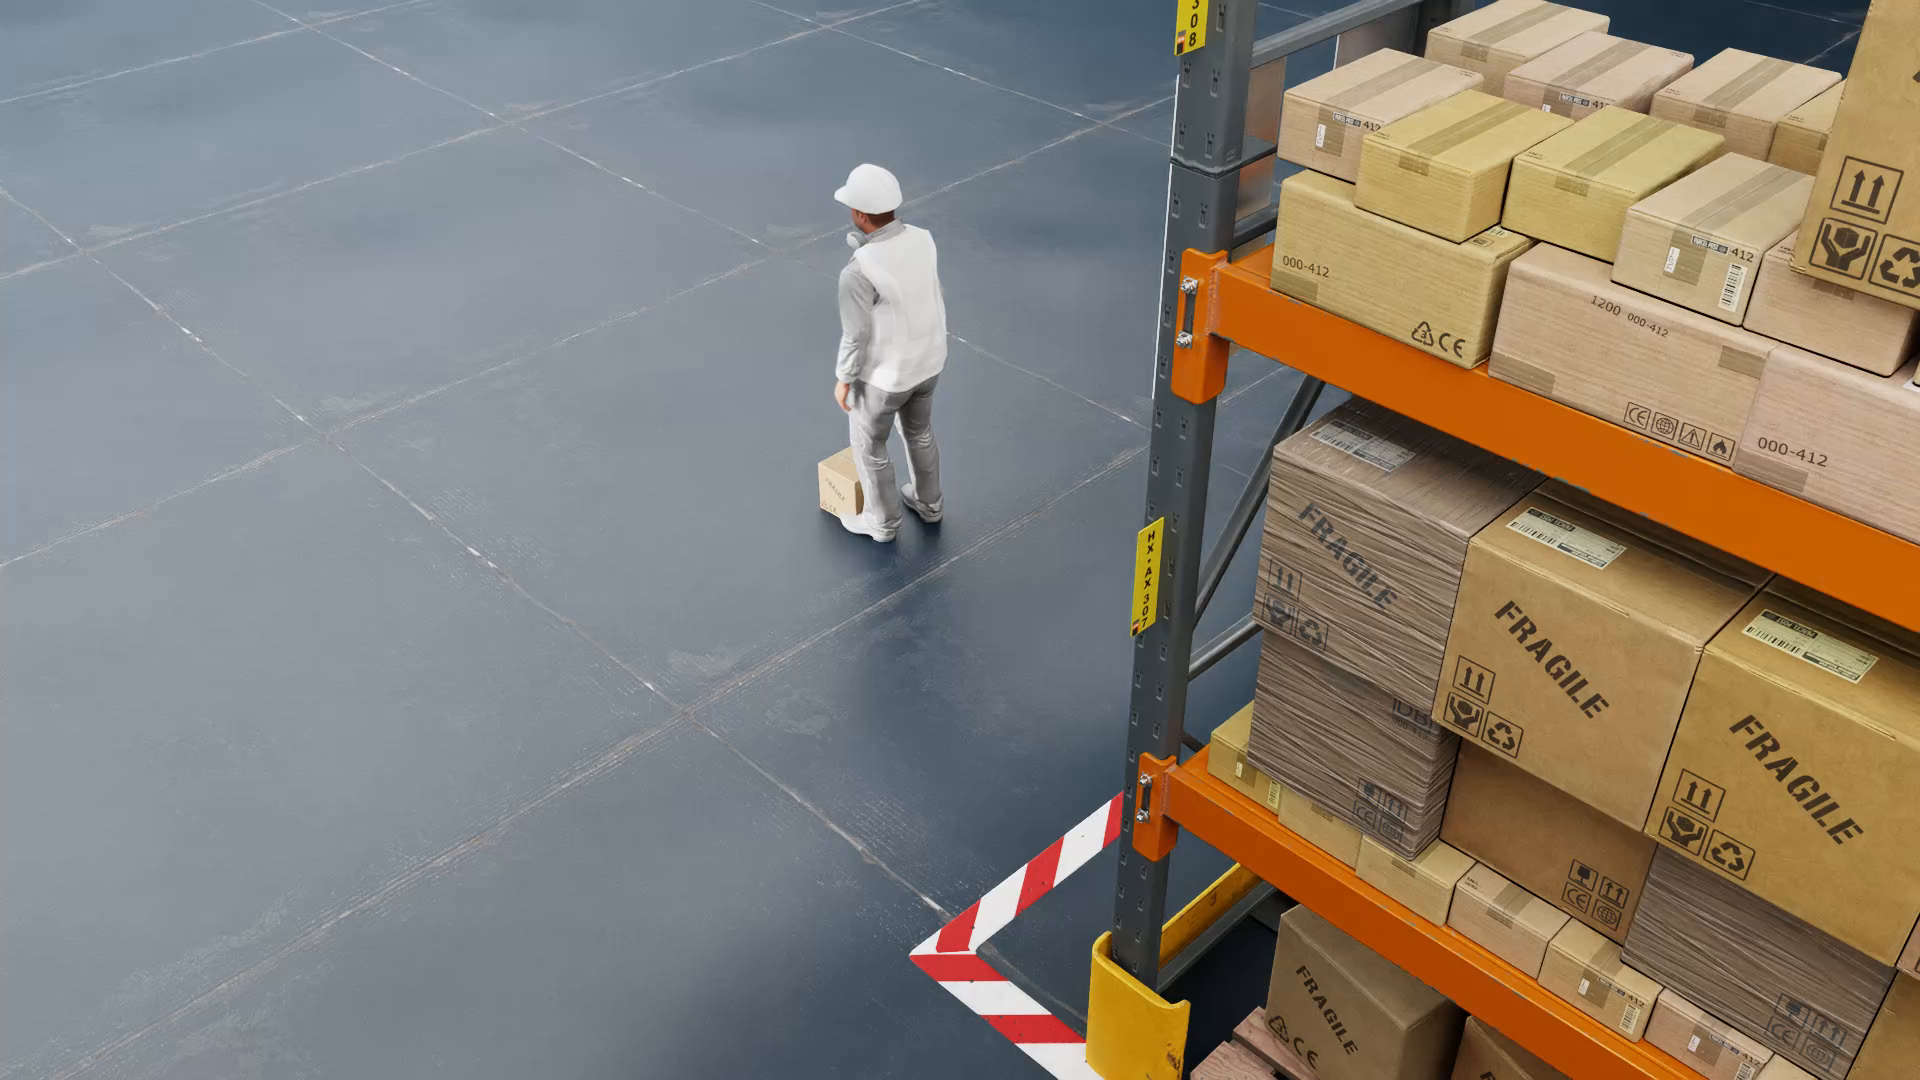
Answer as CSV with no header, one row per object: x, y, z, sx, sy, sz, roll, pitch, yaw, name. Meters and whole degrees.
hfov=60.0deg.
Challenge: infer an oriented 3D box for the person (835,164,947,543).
-0.306,-0.777,7.221,0.466,1.773,0.591,28,44,33,person
